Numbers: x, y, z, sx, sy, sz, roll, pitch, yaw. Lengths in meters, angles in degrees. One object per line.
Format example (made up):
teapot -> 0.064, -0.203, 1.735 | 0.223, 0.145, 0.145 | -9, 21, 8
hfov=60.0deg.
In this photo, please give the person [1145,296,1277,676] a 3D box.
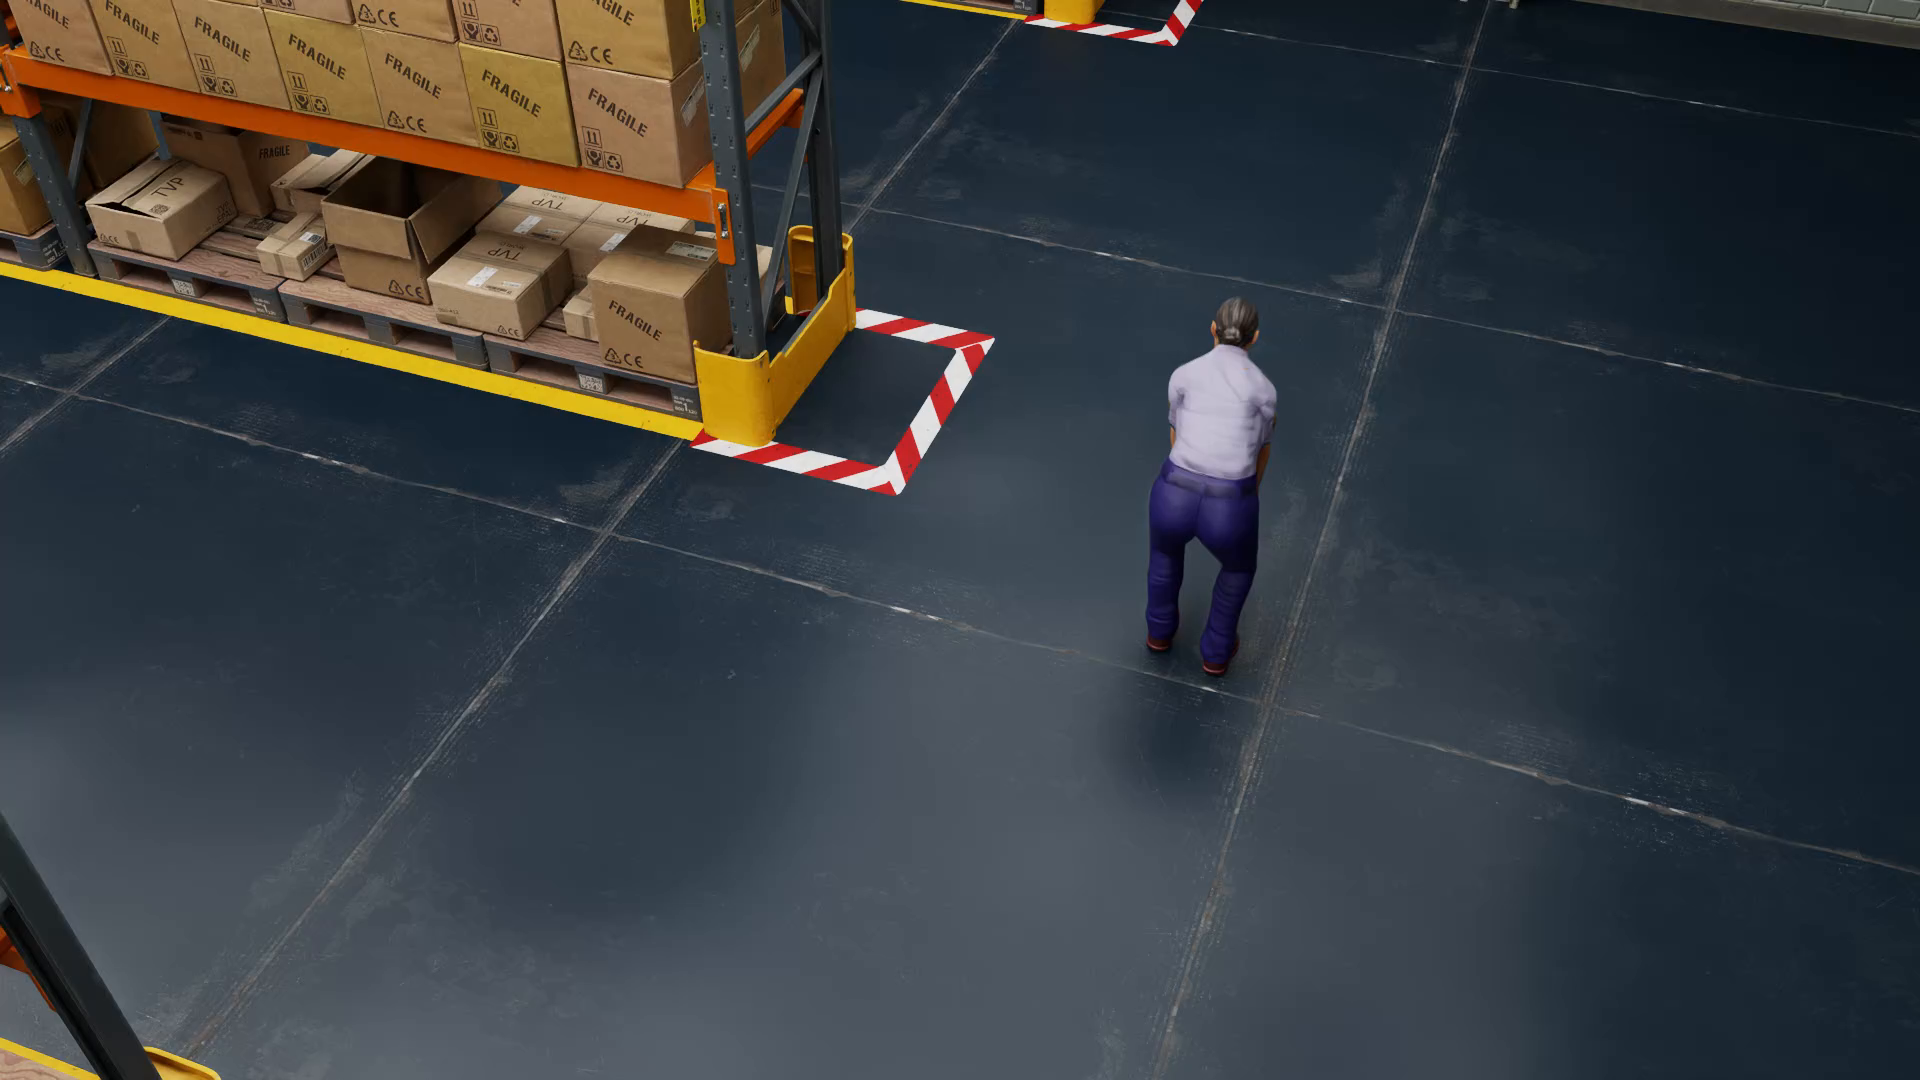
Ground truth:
person -> 0.983, -0.173, 6.507 | 0.449, 1.468, 0.684 | 13, 43, 14
